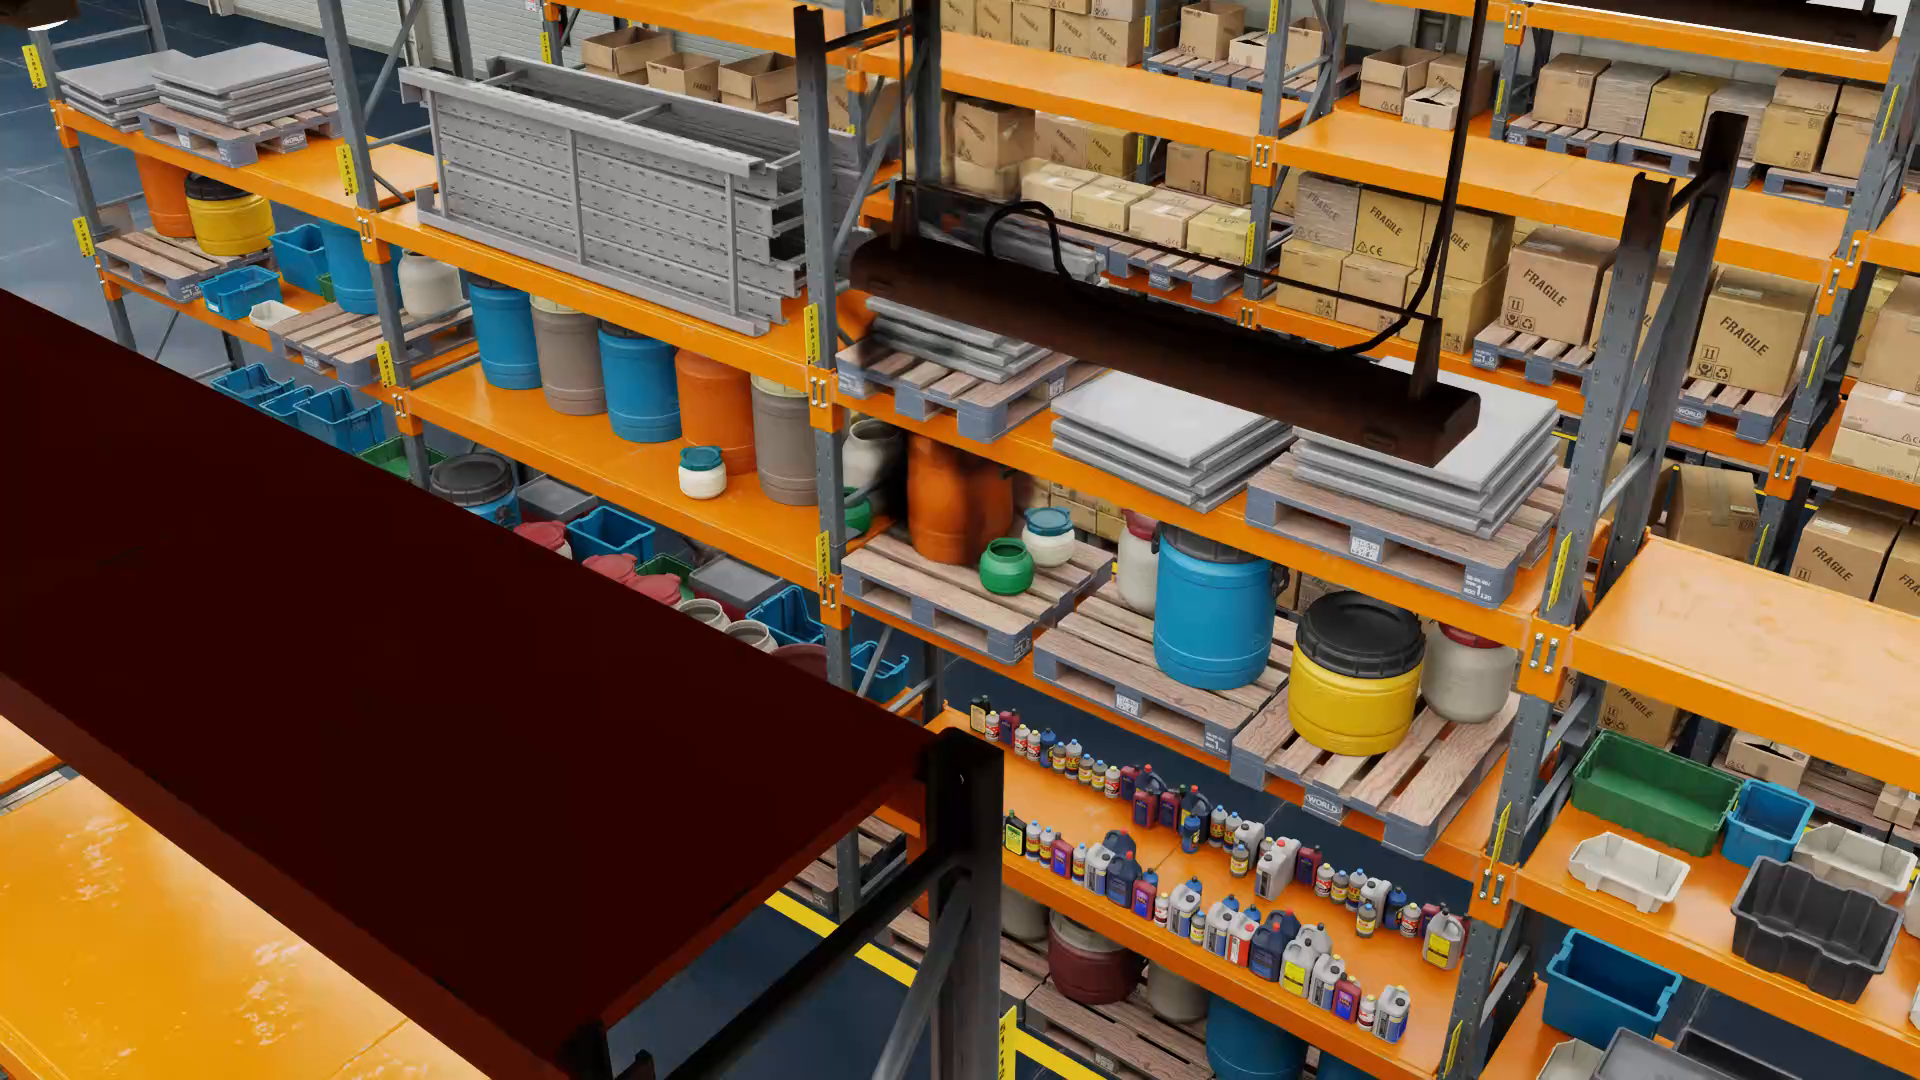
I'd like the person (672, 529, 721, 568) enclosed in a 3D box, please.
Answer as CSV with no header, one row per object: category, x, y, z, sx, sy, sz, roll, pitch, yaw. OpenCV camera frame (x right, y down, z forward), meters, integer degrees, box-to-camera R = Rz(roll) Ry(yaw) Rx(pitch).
person,-2.389,-0.456,14.543,0.572,1.527,0.563,16,35,24
